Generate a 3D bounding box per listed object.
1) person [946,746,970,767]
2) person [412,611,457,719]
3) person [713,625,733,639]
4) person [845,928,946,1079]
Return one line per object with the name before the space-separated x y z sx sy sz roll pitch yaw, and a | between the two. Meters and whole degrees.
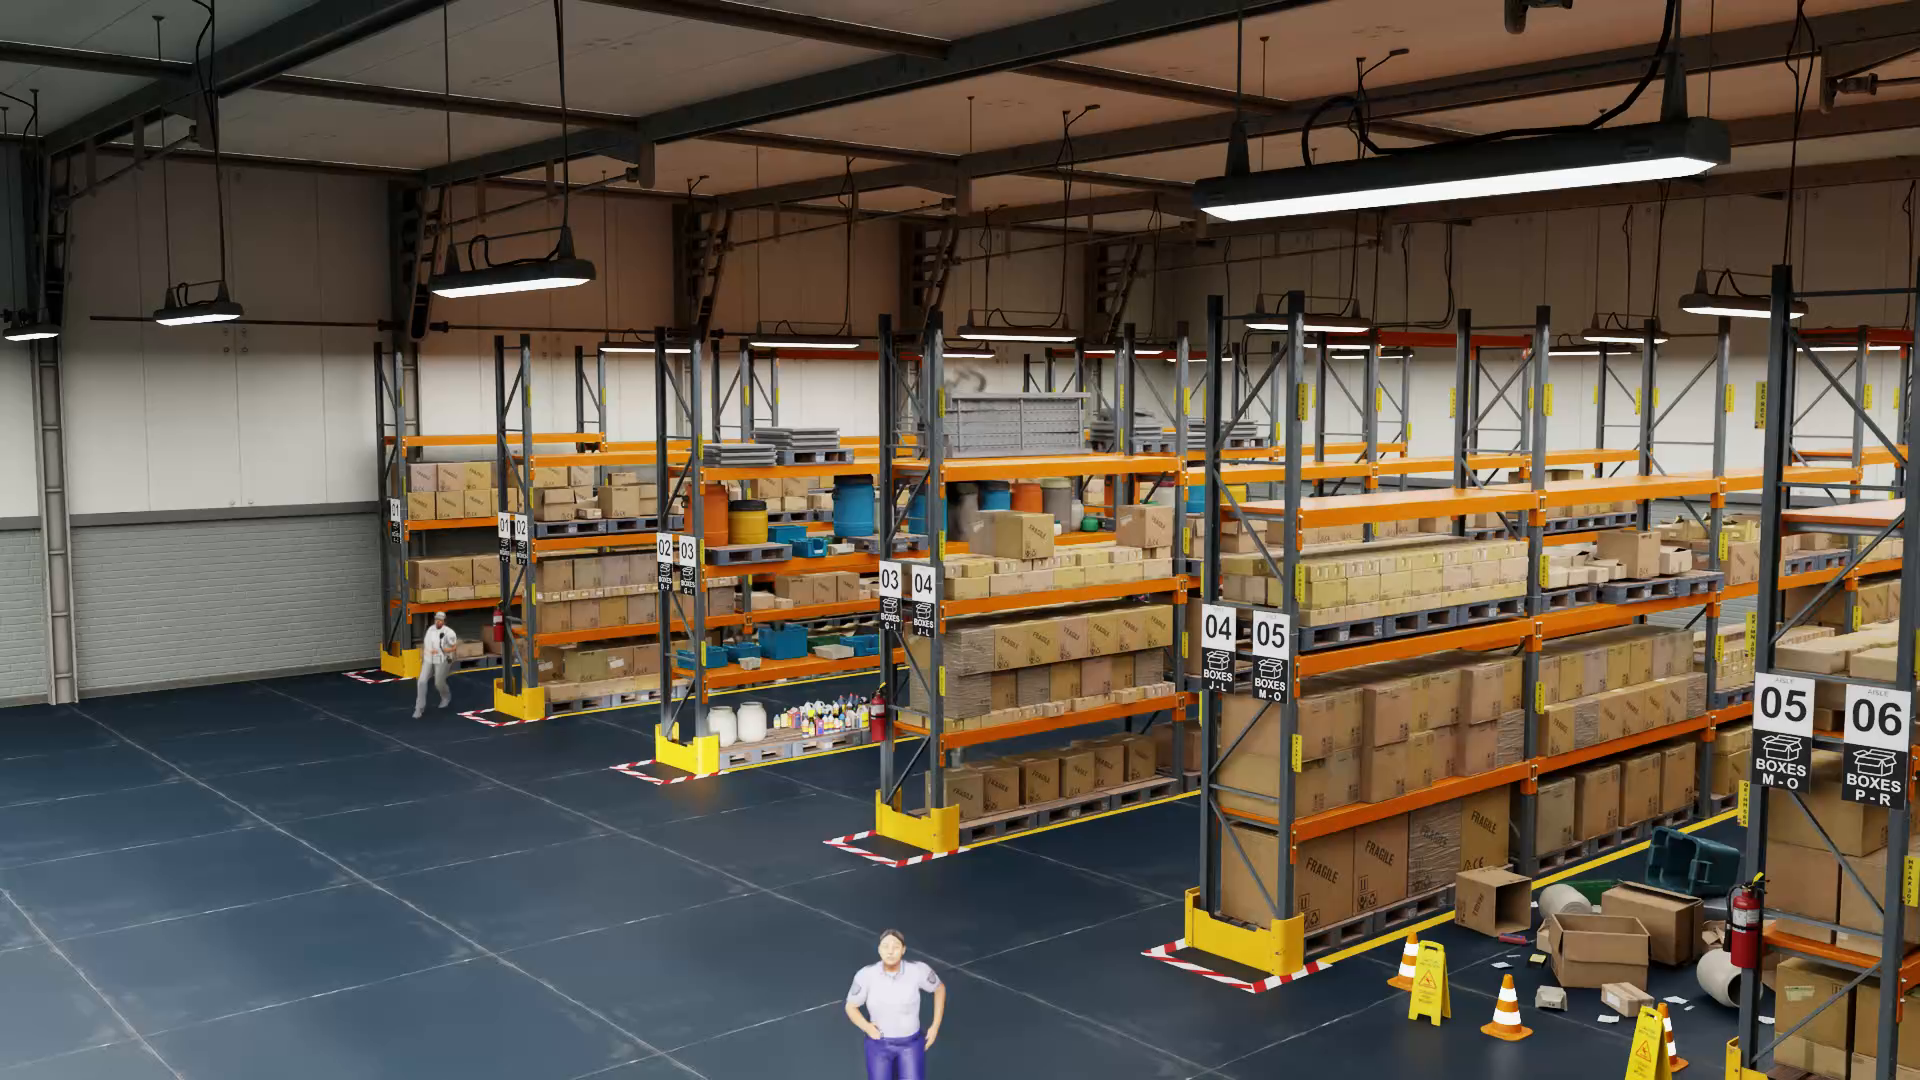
person | -0.064 2.285 22.116 0.690 1.721 0.597 4 6 35
person | -8.270 1.959 26.406 0.636 1.679 0.863 1 5 10
person | -4.323 1.528 30.798 0.775 1.754 0.584 -4 7 -38
person | -0.430 3.364 10.924 0.661 1.607 0.570 0 5 2
